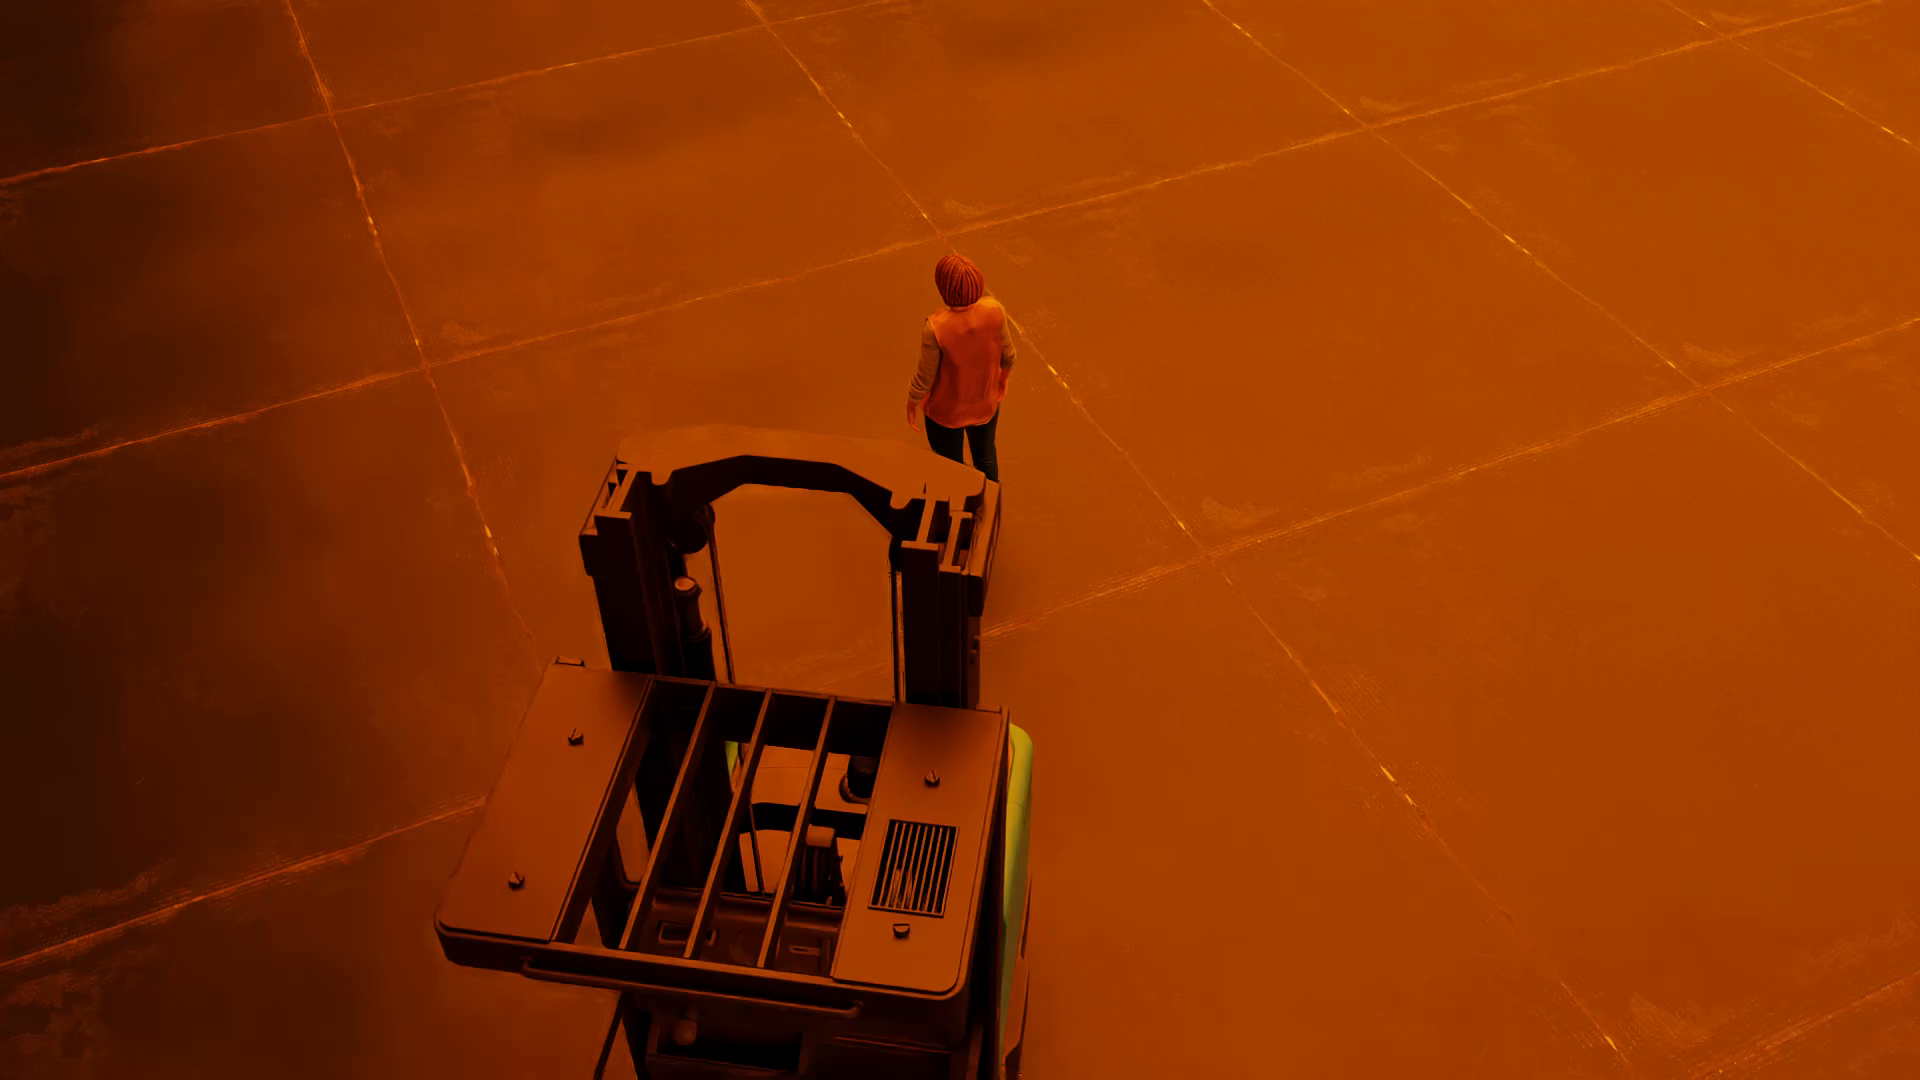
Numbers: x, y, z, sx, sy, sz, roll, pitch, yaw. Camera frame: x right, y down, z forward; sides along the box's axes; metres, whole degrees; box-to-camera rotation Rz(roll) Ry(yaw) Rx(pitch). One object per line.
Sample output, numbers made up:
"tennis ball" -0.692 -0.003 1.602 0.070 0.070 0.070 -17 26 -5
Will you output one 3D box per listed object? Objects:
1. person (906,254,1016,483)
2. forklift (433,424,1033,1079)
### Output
"person" -0.019 -0.639 7.333 0.521 1.599 0.473 -18 46 -18
"forklift" -0.467 1.281 4.308 1.130 2.935 3.031 6 43 6
